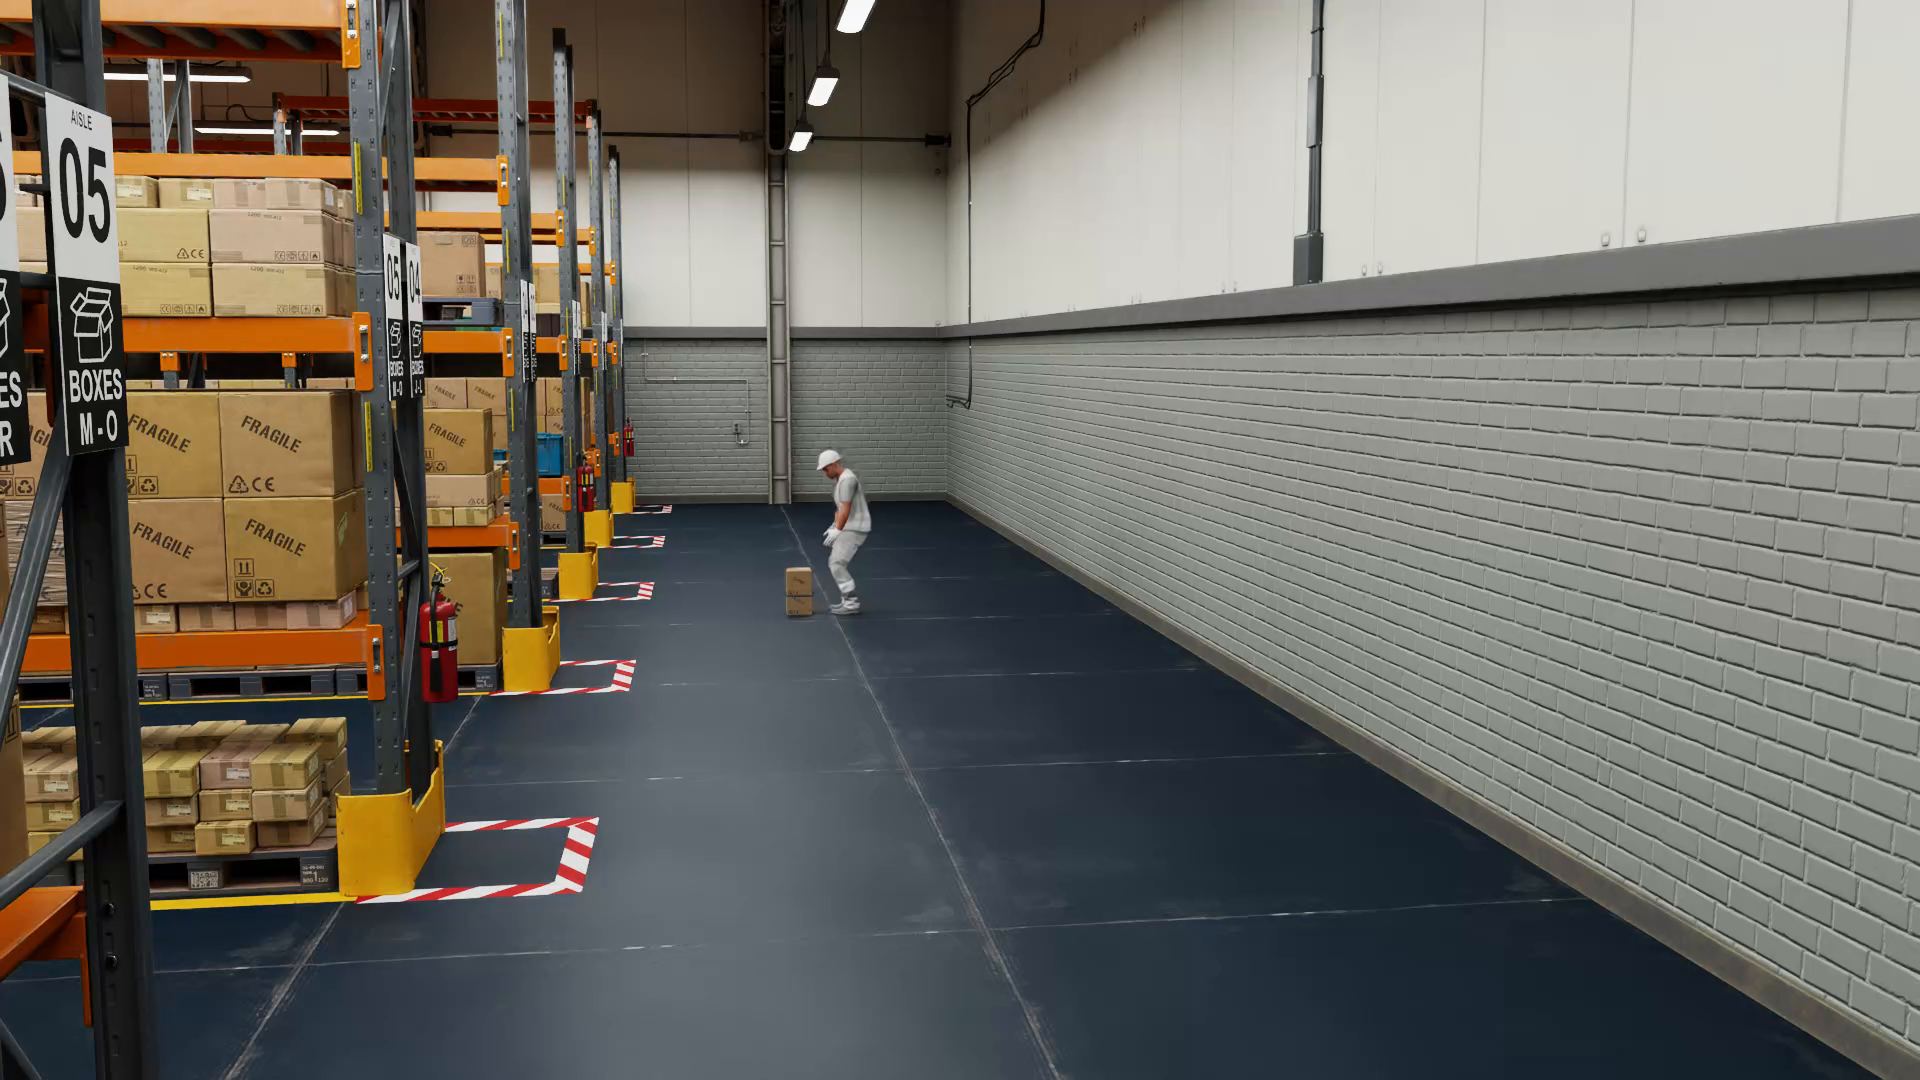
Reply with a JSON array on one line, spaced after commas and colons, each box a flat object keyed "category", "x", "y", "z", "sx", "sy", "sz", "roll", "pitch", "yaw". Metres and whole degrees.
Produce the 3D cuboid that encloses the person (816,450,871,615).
[{"category": "person", "x": -1.181, "y": -0.083, "z": 16.904, "sx": 0.558, "sy": 1.666, "sz": 0.559, "roll": -1, "pitch": 6, "yaw": -7}]
